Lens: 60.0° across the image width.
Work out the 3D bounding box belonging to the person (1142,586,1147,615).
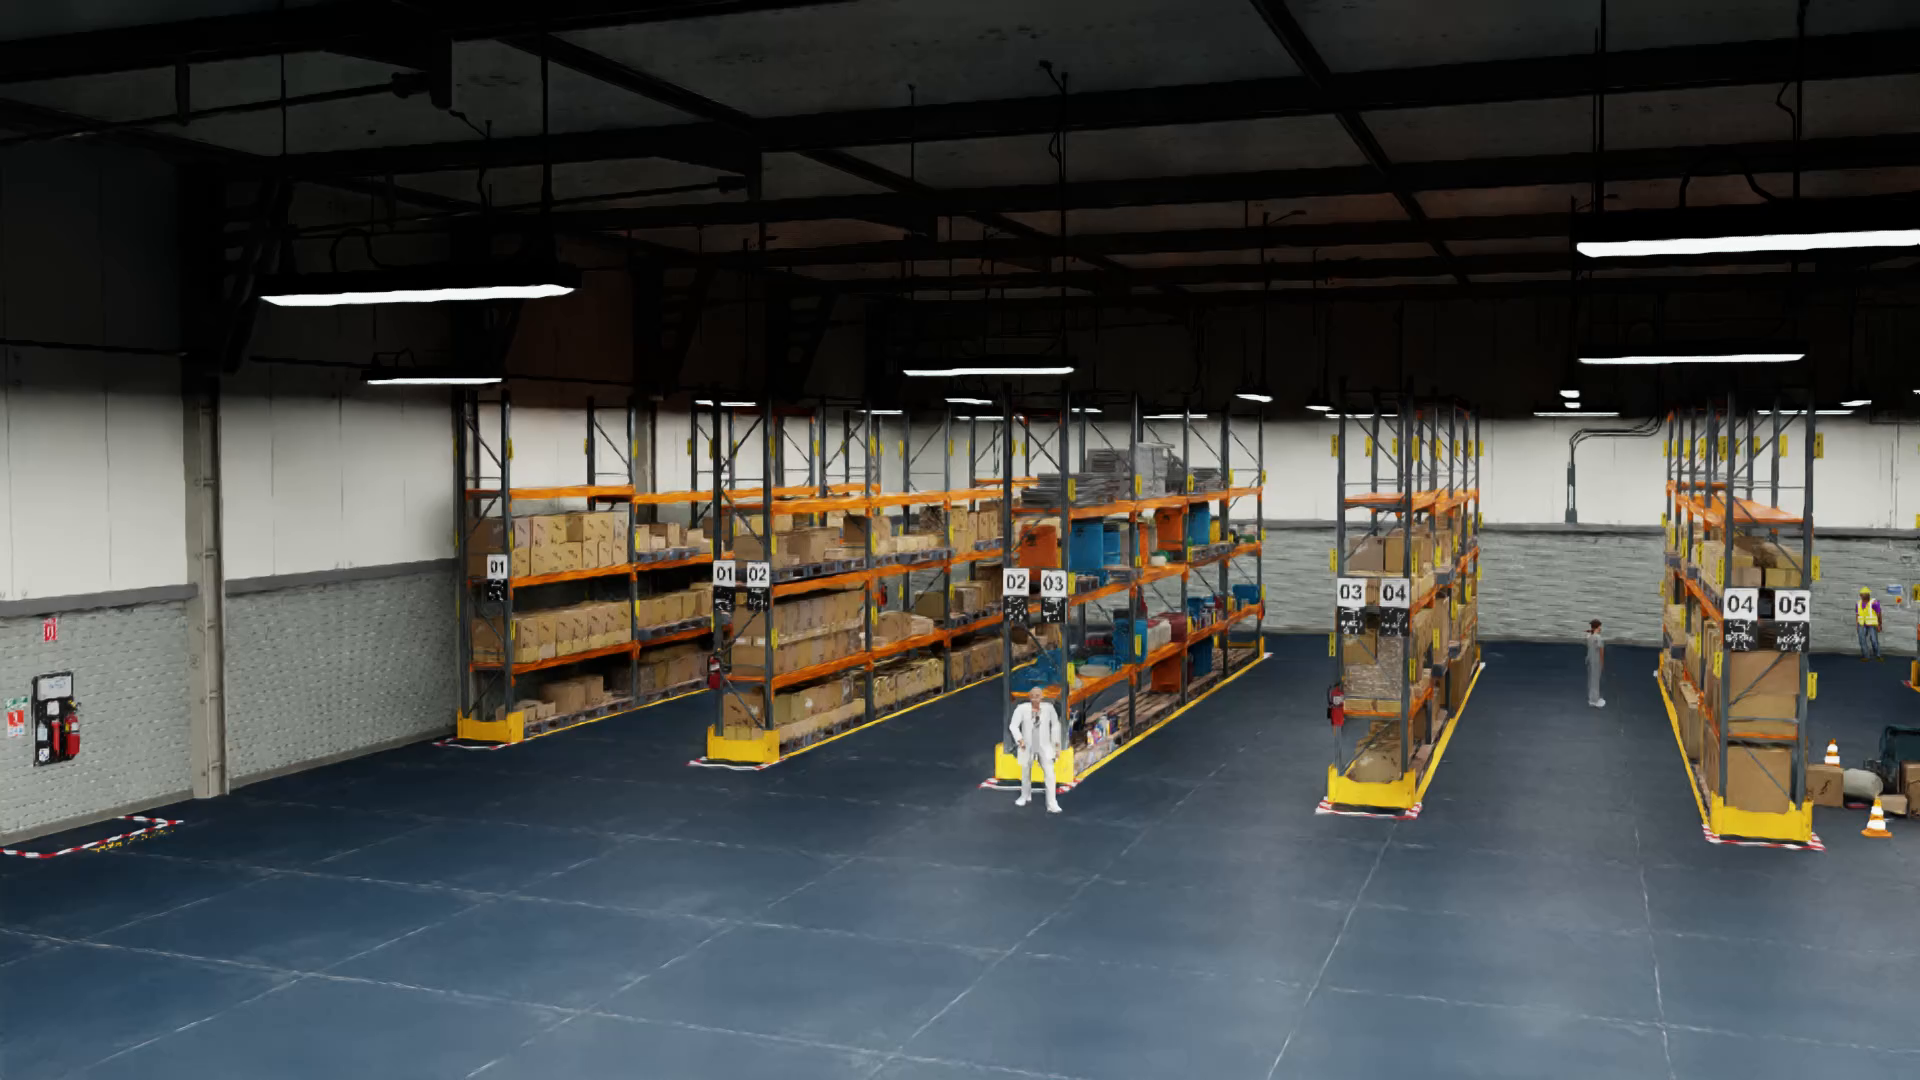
[{"bbox_3d":[4.288,1.940,39.689,0.380,1.740,0.619,0,3,6],"label":"person"}]

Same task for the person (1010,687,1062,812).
[{"bbox_3d":[1.055,2.863,23.047,0.724,1.713,0.901,0,3,4],"label":"person"}]

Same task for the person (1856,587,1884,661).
[{"bbox_3d":[21.388,1.979,39.103,0.574,1.751,0.607,-2,4,-34],"label":"person"}]

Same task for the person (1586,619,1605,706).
[{"bbox_3d":[12.402,2.370,32.366,0.441,1.675,0.496,-1,3,-9],"label":"person"}]
